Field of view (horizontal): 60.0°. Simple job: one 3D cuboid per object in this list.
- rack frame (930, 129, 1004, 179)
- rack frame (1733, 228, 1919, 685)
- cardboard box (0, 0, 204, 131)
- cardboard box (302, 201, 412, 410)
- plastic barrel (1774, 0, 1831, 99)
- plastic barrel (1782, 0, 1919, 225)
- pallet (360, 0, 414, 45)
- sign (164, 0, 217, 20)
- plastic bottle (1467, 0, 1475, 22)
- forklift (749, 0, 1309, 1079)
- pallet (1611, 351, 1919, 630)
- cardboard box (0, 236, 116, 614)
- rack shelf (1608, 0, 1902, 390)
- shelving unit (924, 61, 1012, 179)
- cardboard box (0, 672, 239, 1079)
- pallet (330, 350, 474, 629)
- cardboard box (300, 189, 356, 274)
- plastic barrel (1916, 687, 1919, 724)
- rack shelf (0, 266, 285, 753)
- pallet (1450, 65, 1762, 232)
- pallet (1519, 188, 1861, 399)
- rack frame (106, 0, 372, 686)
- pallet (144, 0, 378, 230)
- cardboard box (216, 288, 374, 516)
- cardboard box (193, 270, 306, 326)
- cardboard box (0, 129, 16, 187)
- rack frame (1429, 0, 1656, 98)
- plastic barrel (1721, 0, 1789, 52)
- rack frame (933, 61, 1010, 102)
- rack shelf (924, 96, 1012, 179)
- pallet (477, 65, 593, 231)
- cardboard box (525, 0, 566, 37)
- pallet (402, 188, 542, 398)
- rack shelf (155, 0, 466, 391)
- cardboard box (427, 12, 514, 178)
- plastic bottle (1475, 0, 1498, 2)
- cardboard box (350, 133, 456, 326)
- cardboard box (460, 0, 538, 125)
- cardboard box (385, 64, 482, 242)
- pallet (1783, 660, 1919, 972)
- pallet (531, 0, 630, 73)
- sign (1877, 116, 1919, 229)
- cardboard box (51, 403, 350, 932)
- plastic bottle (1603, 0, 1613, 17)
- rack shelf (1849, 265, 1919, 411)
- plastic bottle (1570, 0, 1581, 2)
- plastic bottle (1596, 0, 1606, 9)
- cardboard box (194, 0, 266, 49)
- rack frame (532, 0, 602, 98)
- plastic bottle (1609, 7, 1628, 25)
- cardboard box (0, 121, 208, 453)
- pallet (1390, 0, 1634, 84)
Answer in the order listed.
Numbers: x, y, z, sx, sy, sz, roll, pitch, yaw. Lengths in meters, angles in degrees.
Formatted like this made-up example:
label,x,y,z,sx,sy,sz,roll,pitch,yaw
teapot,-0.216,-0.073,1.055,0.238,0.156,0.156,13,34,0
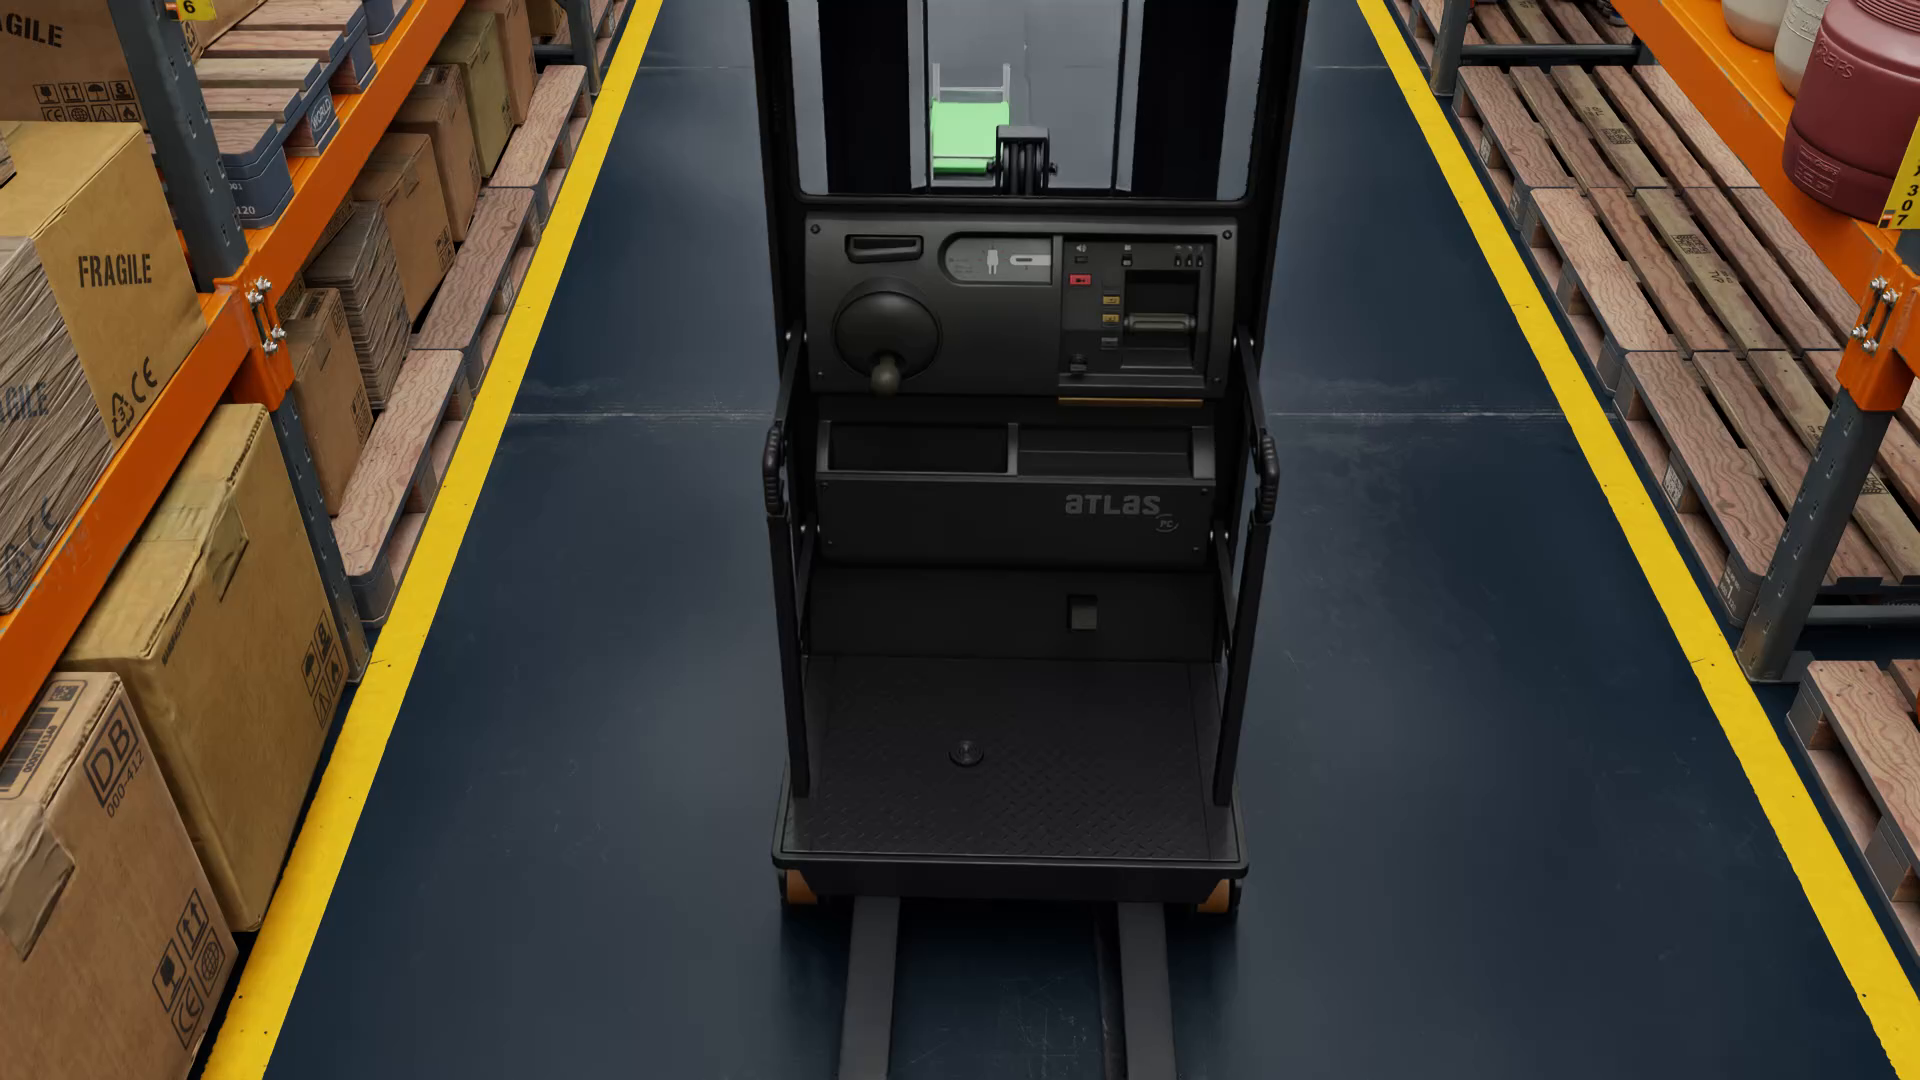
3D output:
label,x,y,z,sx,sy,sz,roll,pitch,yaw
rack frame,0.023,-0.716,5.185,0.240,1.200,0.015,1,39,1
rack frame,2.746,-0.797,3.846,1.000,3.000,0.127,0,39,0
cardboard box,-2.247,-1.334,4.100,0.500,0.500,0.500,-5,39,-6
cardboard box,-2.241,-0.756,5.441,0.700,0.500,0.500,-3,39,-4
plastic barrel,2.531,-1.484,4.614,0.421,0.512,0.421,0,39,0
plastic barrel,2.443,-1.140,4.165,0.600,0.536,0.708,0,39,0
pallet,-2.250,-1.957,5.446,1.003,0.211,1.213,0,39,0
sign,-1.652,-1.248,3.483,0.100,0.325,0.005,0,39,0
plastic bottle,2.429,-2.605,7.988,0.097,0.201,0.097,0,39,0
forklift,0.126,-0.429,3.442,1.130,2.935,3.031,1,39,1
pallet,2.784,-0.194,5.323,1.003,0.211,1.213,0,39,0
cardboard box,-1.964,-0.212,3.037,0.500,0.500,0.500,0,39,0
rack shelf,2.744,-1.767,5.632,1.077,0.370,4.000,0,39,0
shelving unit,0.029,-0.869,5.375,0.258,1.200,0.503,1,39,1
cardboard box,-2.234,0.861,3.141,1.225,0.875,0.875,0,39,0
pallet,-2.206,-0.194,5.324,1.003,0.211,1.213,0,39,0
cardboard box,-2.248,-1.033,5.188,0.500,0.250,0.500,4,39,5
plastic barrel,2.764,0.192,4.012,0.600,0.830,0.708,0,39,0
rack shelf,-2.205,0.738,2.506,1.077,0.370,4.000,0,39,0
pallet,2.781,-1.719,7.227,1.003,0.211,1.213,0,39,0
pallet,2.786,-0.955,6.272,1.003,0.211,1.213,0,39,0
rack frame,-2.207,-0.794,3.842,1.000,3.000,0.127,0,39,0
pallet,-2.314,-1.164,4.458,1.213,0.211,1.003,0,39,0
cardboard box,-2.228,-0.409,5.009,0.700,0.500,0.500,-2,39,-2
cardboard box,-2.238,-0.702,4.774,0.500,0.250,0.500,1,39,2
cardboard box,-2.222,-0.767,2.926,0.797,0.503,0.637,1,39,1
rack frame,2.742,-3.299,6.968,1.000,3.000,0.127,0,39,0
plastic barrel,2.531,-1.747,4.942,0.421,0.512,0.421,0,39,0
rack frame,0.036,-1.022,5.565,0.240,1.200,0.015,1,39,1
rack shelf,0.029,-1.194,5.115,0.258,0.148,0.480,1,39,1
pallet,-2.209,-1.720,7.228,1.003,0.211,1.213,0,39,0
cardboard box,-2.172,-2.734,7.926,0.500,0.500,0.500,-1,39,-1
pallet,-2.205,-0.955,6.273,1.003,0.211,1.213,0,39,0
rack shelf,-2.209,-1.764,5.627,1.077,0.370,4.000,0,39,0
cardboard box,-2.251,-1.809,6.756,0.700,0.500,0.500,0,39,0
plastic bottle,2.597,-2.839,8.161,0.144,0.351,0.185,0,39,0
cardboard box,-2.249,-1.110,5.884,0.700,0.500,0.500,3,39,4
cardboard box,-2.232,-2.107,7.128,0.700,0.500,0.500,-3,39,-4
cardboard box,-2.249,-1.459,6.319,0.700,0.500,0.500,-3,39,-4
pallet,2.789,0.784,4.103,1.003,0.211,1.213,0,39,0
pallet,-2.248,-2.627,8.359,1.003,0.211,1.213,0,39,0
sign,2.196,-0.856,3.789,0.100,0.325,0.005,0,39,0
cardboard box,-2.227,0.303,3.836,1.225,0.875,0.875,-2,39,-2
plastic bottle,3.179,-2.641,8.033,0.097,0.201,0.097,0,39,0
rack shelf,2.748,0.734,2.510,1.077,0.370,4.000,0,39,0
plastic bottle,3.045,-2.812,8.180,0.061,0.283,0.133,0,39,0
plastic bottle,3.179,-2.705,8.113,0.097,0.201,0.097,0,39,0
cardboard box,-2.348,-1.683,4.536,0.700,0.500,0.500,5,39,7
rack frame,-2.211,-3.295,6.963,1.000,3.000,0.127,0,39,0
plastic bottle,3.180,-2.605,7.932,0.097,0.271,0.097,0,39,0
cardboard box,-1.958,-0.524,3.426,0.500,0.500,0.500,1,39,1
pallet,2.782,-2.631,8.364,1.003,0.211,1.213,0,39,0
